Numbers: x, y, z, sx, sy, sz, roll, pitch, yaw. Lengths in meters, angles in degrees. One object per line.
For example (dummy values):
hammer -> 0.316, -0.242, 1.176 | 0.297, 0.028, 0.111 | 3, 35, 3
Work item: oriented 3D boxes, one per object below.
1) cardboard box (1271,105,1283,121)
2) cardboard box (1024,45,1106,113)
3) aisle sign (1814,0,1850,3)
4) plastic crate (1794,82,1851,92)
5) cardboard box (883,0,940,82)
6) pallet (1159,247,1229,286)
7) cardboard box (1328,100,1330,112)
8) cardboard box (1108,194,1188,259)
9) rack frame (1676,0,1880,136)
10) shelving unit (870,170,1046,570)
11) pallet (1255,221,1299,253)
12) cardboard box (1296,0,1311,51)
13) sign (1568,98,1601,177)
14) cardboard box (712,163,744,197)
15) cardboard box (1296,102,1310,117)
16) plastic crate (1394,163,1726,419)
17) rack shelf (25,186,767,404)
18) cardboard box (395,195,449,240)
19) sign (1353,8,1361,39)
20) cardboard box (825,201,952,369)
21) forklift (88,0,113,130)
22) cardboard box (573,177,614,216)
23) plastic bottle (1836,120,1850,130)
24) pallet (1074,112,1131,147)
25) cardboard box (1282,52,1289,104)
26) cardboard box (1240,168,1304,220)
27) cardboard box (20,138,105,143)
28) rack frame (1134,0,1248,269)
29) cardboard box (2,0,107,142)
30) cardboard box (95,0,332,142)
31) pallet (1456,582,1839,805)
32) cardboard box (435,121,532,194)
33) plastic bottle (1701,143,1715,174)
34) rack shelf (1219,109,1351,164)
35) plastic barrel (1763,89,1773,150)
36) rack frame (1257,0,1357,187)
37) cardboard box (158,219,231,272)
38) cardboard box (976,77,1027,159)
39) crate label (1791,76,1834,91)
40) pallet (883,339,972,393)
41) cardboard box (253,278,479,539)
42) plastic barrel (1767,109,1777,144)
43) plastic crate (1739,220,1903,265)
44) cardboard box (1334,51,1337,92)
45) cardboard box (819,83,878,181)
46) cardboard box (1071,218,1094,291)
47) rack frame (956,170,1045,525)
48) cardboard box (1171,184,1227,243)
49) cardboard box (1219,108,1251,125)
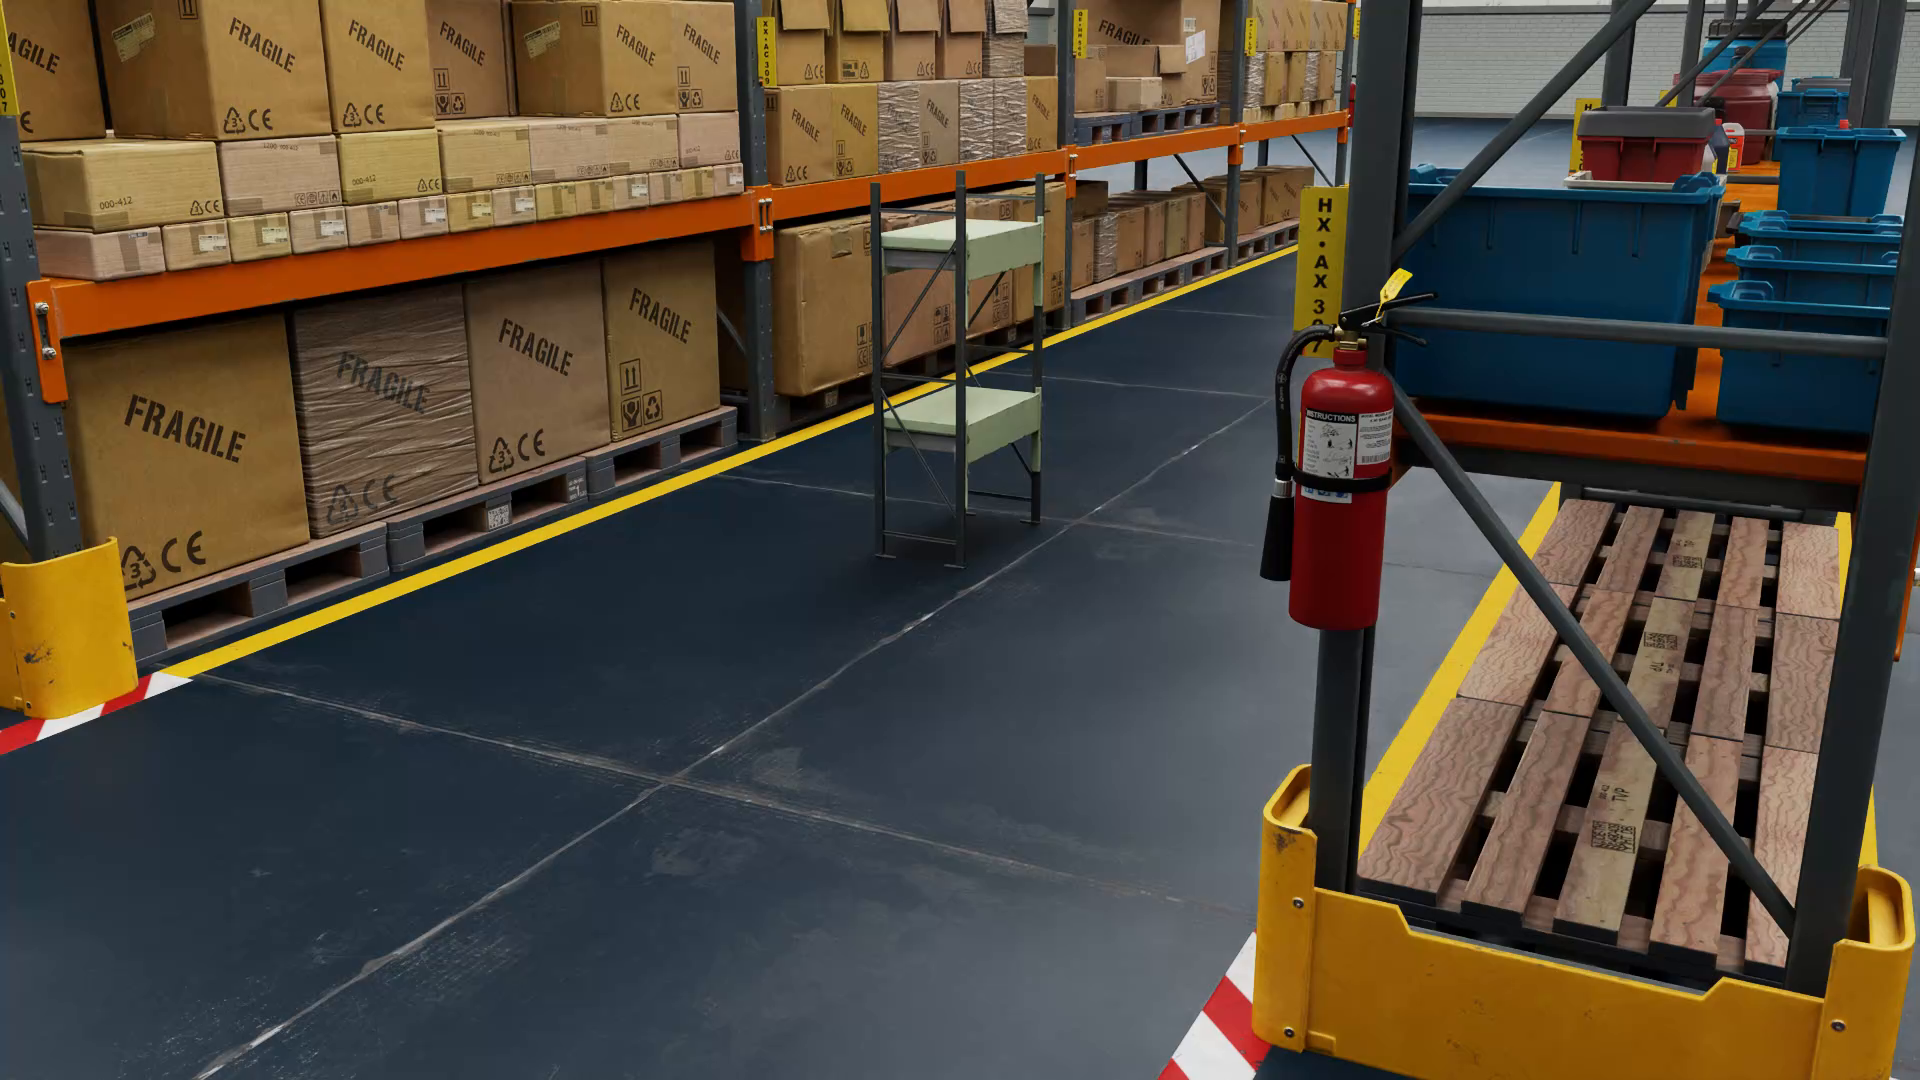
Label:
cardboard box -> 2.954, -4.204, 16.350 | 0.380, 0.149, 0.250 | 8, 18, 25
cardboard box -> 0.705, -3.583, 12.906 | 0.700, 0.500, 0.500 | 11, 20, 33
aisle sign -> 8.643, -5.671, 16.282 | 0.394, 0.787, 0.004 | 8, 18, 25
plastic crate -> 5.766, -2.809, 11.102 | 0.402, 0.464, 0.583 | 8, 18, 25
cardboard box -> -0.589, -3.044, 10.066 | 0.797, 0.503, 0.637 | 9, 19, 27
pallet -> 1.780, -2.520, 15.137 | 1.003, 0.211, 1.213 | 8, 18, 25
cardboard box -> 3.859, -4.791, 18.328 | 0.380, 0.149, 0.250 | 8, 18, 25
cardboard box -> 1.603, -2.795, 14.784 | 0.700, 0.500, 0.500 | 8, 18, 25
rack frame -> 4.770, -2.406, 9.857 | 1.000, 3.000, 0.127 | 8, 18, 25
shelving unit -> 0.003, -0.721, 6.817 | 0.431, 1.500, 0.755 | 8, 18, 25
pallet -> 2.939, -3.206, 17.447 | 1.003, 0.211, 1.213 | 8, 18, 25
cardboard box -> 3.215, -5.191, 16.778 | 0.500, 0.500, 0.500 | 8, 18, 25
sign -> 2.492, -1.590, 6.624 | 0.100, 0.325, 0.005 | 8, 18, 25
cardboard box -> -1.291, -1.778, 8.182 | 0.380, 0.149, 0.250 | 8, 18, 26
cardboard box -> 3.395, -4.459, 17.211 | 0.380, 0.149, 0.250 | 8, 18, 25
plastic crate -> 1.178, -0.523, 3.350 | 0.616, 0.435, 0.499 | 8, 18, 25
rack shelf -> -2.342, -1.163, 6.935 | 1.077, 0.370, 4.000 | 8, 18, 25
cardboard box -> -2.209, -1.254, 6.420 | 0.380, 0.149, 0.250 | 8, 18, 25
sign -> 4.402, -5.705, 18.374 | 0.100, 0.325, 0.005 | 8, 18, 25
cardboard box -> -0.781, -1.593, 10.115 | 1.225, 0.875, 0.875 | 7, 18, 23
forklift -> -4.593, -1.904, 8.288 | 1.130, 2.935, 3.031 | 0, 17, -2
cardboard box -> -1.751, -1.515, 7.299 | 0.380, 0.149, 0.250 | 8, 19, 26
plastic bottle -> 4.352, -1.899, 8.235 | 0.144, 0.351, 0.185 | 8, 18, 25
pallet -> 0.562, -3.139, 12.662 | 1.213, 0.211, 1.003 | 8, 18, 25
cardboard box -> 2.771, -4.615, 16.597 | 0.875, 0.500, 0.500 | 8, 18, 25
cardboard box -> 3.384, -3.763, 18.080 | 0.500, 0.500, 0.500 | 14, 22, 40
cardboard box -> -3.256, -1.226, 5.626 | 0.500, 0.250, 0.500 | 8, 18, 24
rack frame -> 2.127, -4.055, 15.409 | 1.000, 3.000, 0.127 | 8, 18, 25
cardboard box -> -3.253, -1.586, 5.520 | 0.500, 0.500, 0.500 | 8, 18, 26
cardboard box -> -2.556, -1.644, 5.715 | 0.500, 0.500, 0.500 | 8, 18, 24
pallet -> 2.145, 0.454, 5.126 | 1.003, 0.211, 1.213 | 8, 18, 25
cardboard box -> -2.097, -1.551, 6.720 | 0.500, 0.250, 0.500 | 8, 18, 24
plastic bottle -> 3.230, -1.621, 7.300 | 0.144, 0.351, 0.185 | 8, 18, 25
rack shelf -> 3.020, -4.220, 17.226 | 1.077, 0.370, 4.000 | 8, 18, 25
plastic barrel -> 5.039, -2.749, 10.815 | 0.421, 0.512, 0.421 | 0, 17, 0
rack frame -> 3.914, -5.074, 18.839 | 1.000, 3.000, 0.127 | 8, 18, 25
cardboard box -> -2.668, -0.992, 5.537 | 0.380, 0.149, 0.250 | 8, 18, 25
cardboard box -> 0.112, -2.801, 11.010 | 0.500, 0.500, 0.500 | 8, 18, 25
crate label -> 7.765, -3.958, 15.018 | 0.502, 0.435, 0.616 | 8, 18, 25
pallet -> -0.627, -1.199, 10.689 | 1.003, 0.211, 1.213 | 8, 18, 25
cardboard box -> -2.614, -0.586, 6.724 | 0.875, 0.875, 0.875 | 8, 18, 25
plastic barrel -> 5.829, -3.041, 12.237 | 0.301, 0.262, 0.301 | 0, 17, 0
plastic crate -> 2.189, -0.673, 4.211 | 0.416, 0.233, 0.300 | 8, 18, 25
cardboard box -> 3.644, -5.128, 18.323 | 0.875, 0.500, 0.500 | 8, 18, 25
cardboard box -> -0.795, -2.279, 9.253 | 0.500, 0.500, 0.500 | 8, 18, 25
cardboard box -> 0.621, -2.222, 12.855 | 0.700, 0.500, 0.500 | 7, 18, 22
rack frame -> 0.167, -0.814, 7.130 | 0.400, 1.500, 0.023 | 8, 18, 25
cardboard box -> 2.341, -3.155, 16.031 | 0.500, 0.500, 0.500 | 7, 18, 24
cardboard box -> 2.492, -3.951, 15.500 | 0.380, 0.149, 0.250 | 8, 18, 25
